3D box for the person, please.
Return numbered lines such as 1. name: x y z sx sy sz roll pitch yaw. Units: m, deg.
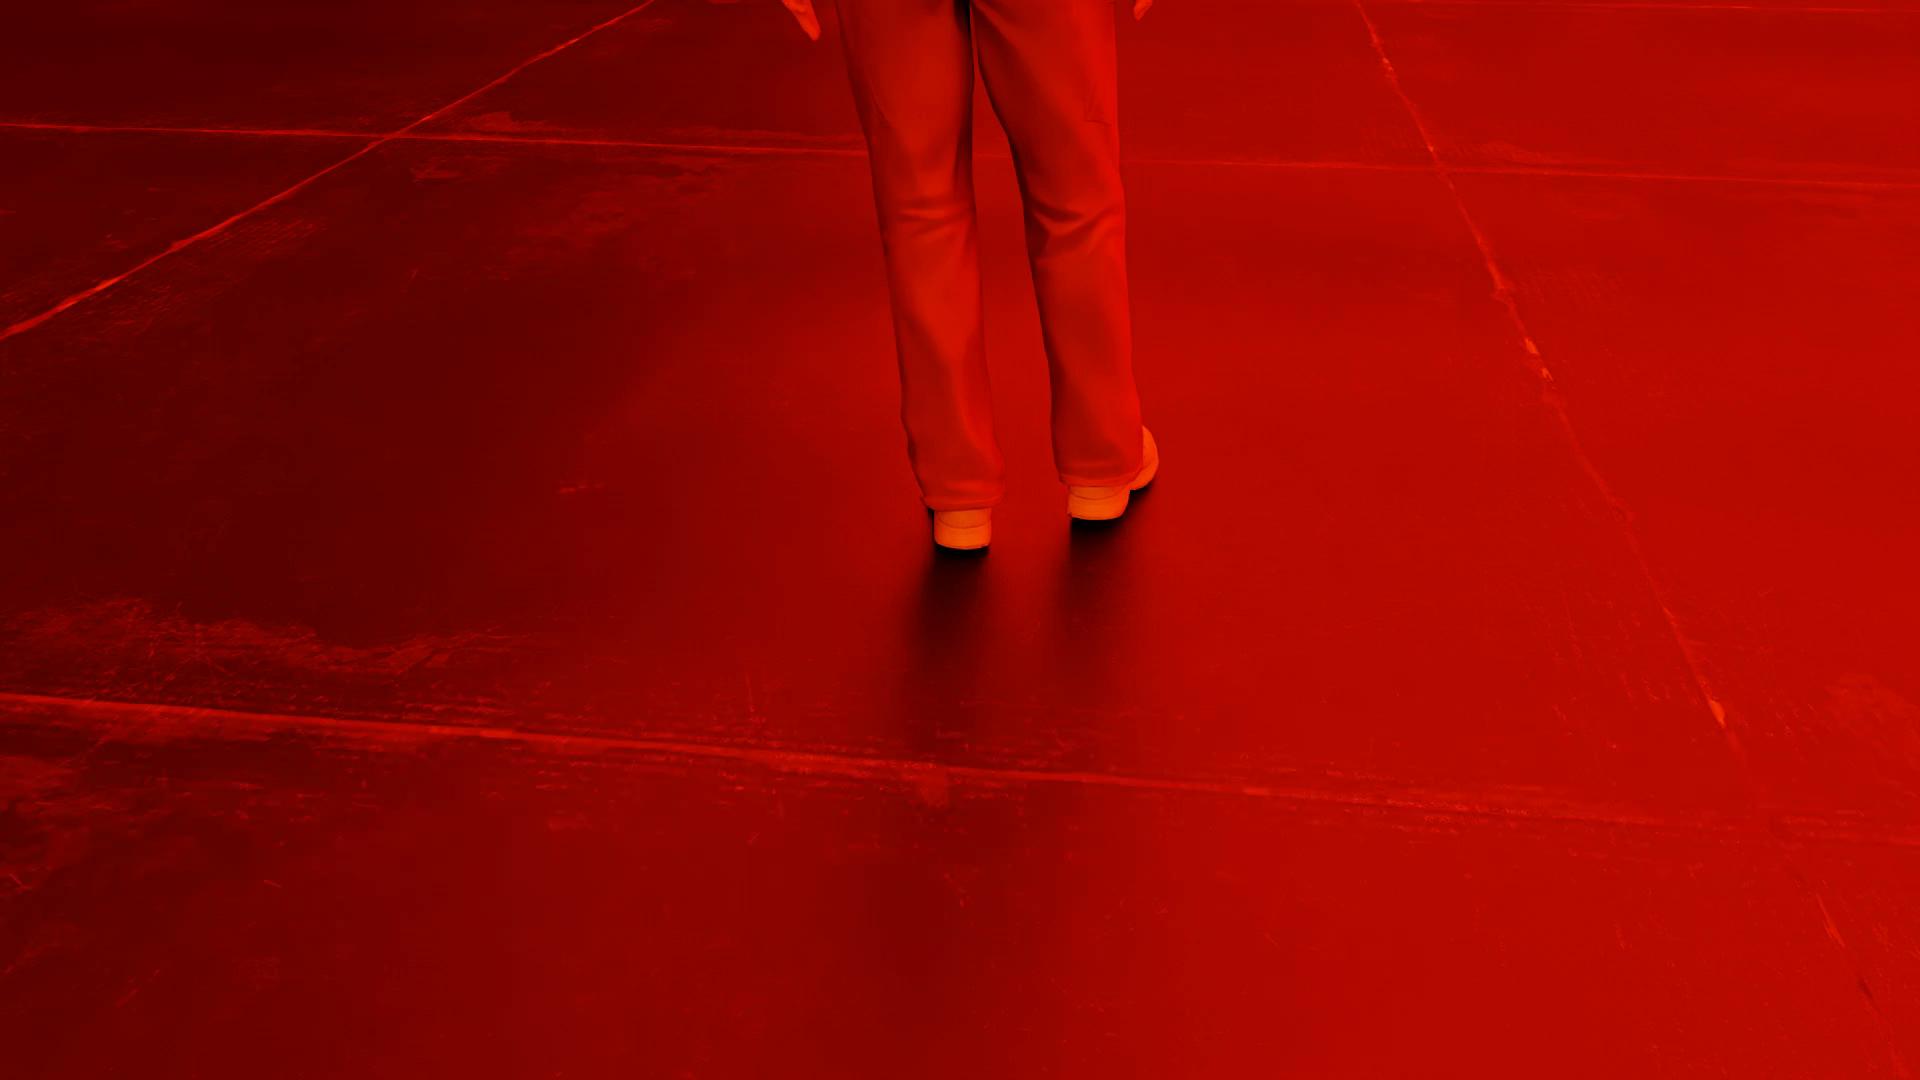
1. person: 0.020 -0.788 2.187 0.555 1.675 0.549 3 27 7
